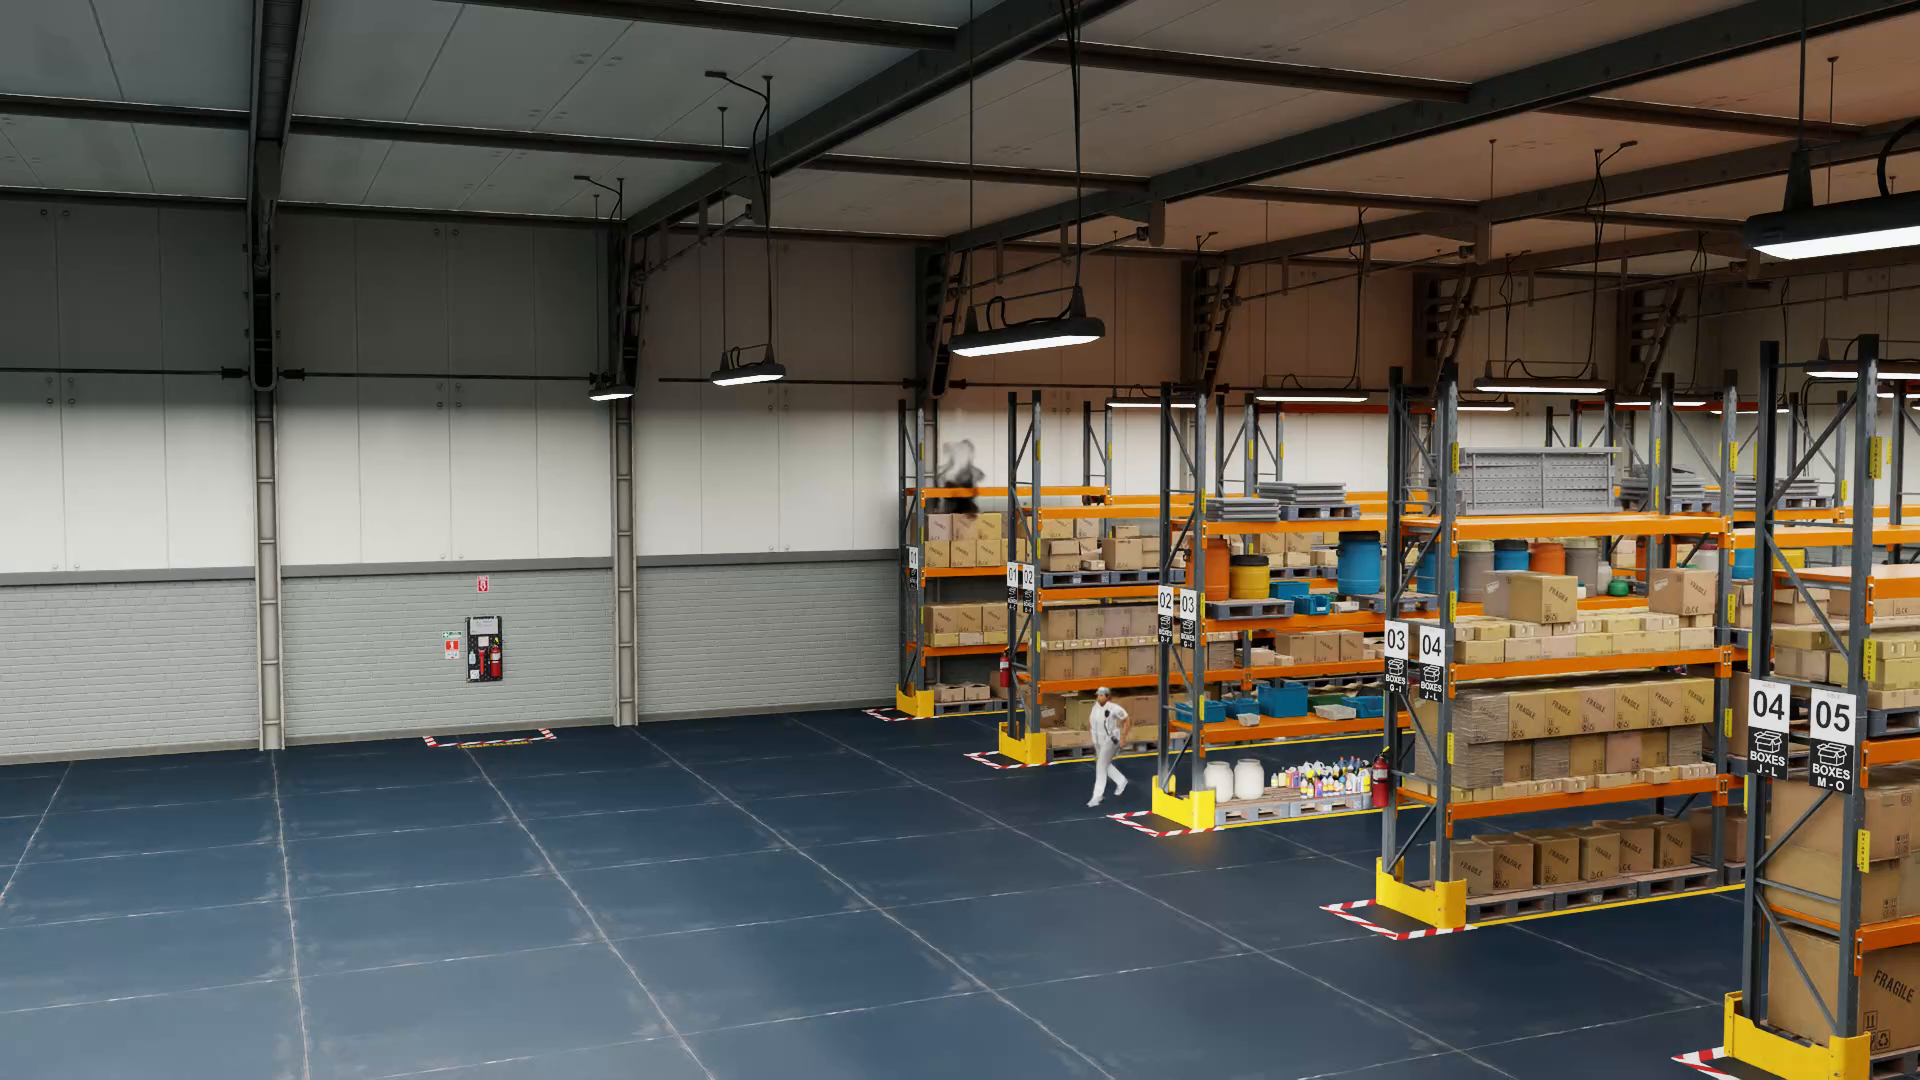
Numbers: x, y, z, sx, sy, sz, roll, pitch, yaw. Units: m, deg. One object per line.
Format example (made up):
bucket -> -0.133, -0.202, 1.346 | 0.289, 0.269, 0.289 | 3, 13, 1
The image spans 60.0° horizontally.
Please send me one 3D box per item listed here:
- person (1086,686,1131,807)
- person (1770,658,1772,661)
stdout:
person -> 2.115, 2.939, 23.952 | 0.901, 1.684, 0.635 | -3, 4, -39
person -> 15.500, 2.474, 31.510 | 0.627, 1.730, 0.825 | 3, 5, 44
